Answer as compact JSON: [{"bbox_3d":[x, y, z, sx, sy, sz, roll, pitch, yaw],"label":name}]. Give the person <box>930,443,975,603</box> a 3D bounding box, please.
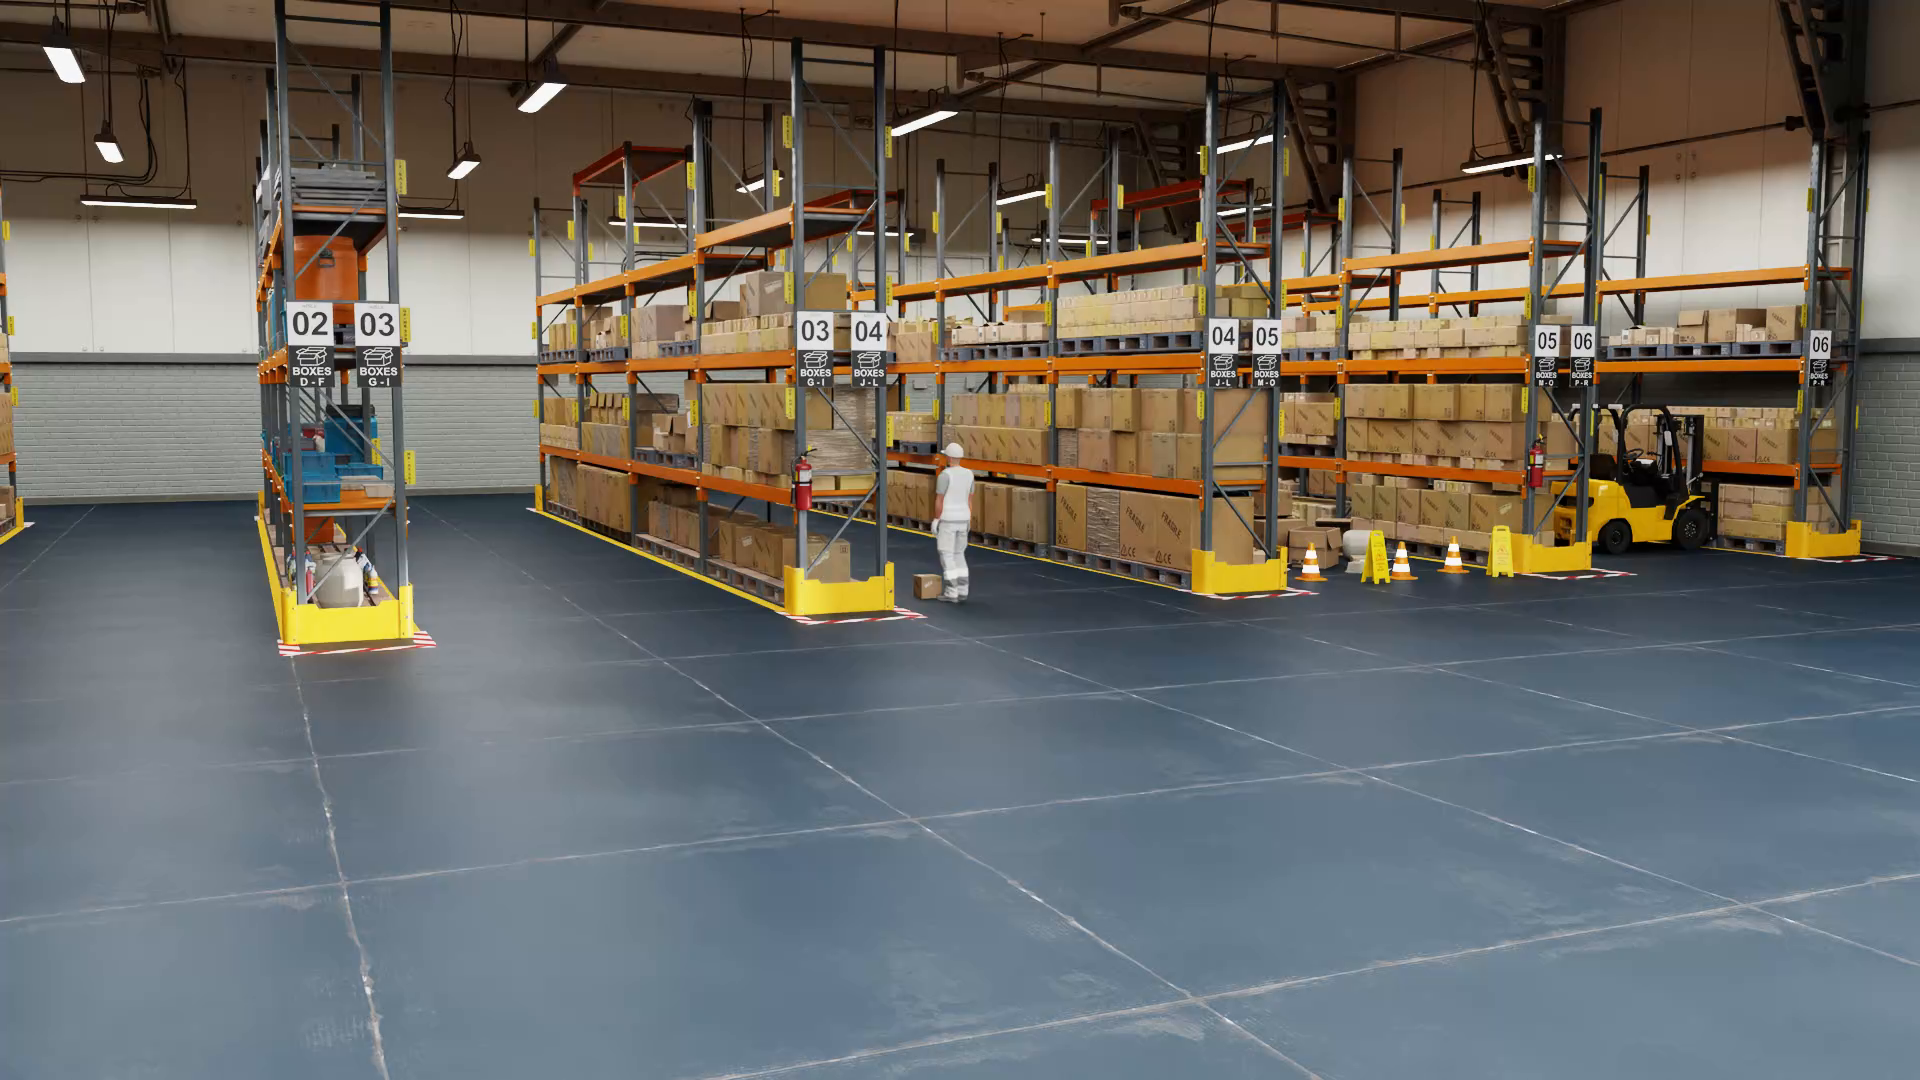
[{"bbox_3d":[-0.101,-0.199,18.754,0.524,1.792,0.390,-5,7,-41],"label":"person"}]
